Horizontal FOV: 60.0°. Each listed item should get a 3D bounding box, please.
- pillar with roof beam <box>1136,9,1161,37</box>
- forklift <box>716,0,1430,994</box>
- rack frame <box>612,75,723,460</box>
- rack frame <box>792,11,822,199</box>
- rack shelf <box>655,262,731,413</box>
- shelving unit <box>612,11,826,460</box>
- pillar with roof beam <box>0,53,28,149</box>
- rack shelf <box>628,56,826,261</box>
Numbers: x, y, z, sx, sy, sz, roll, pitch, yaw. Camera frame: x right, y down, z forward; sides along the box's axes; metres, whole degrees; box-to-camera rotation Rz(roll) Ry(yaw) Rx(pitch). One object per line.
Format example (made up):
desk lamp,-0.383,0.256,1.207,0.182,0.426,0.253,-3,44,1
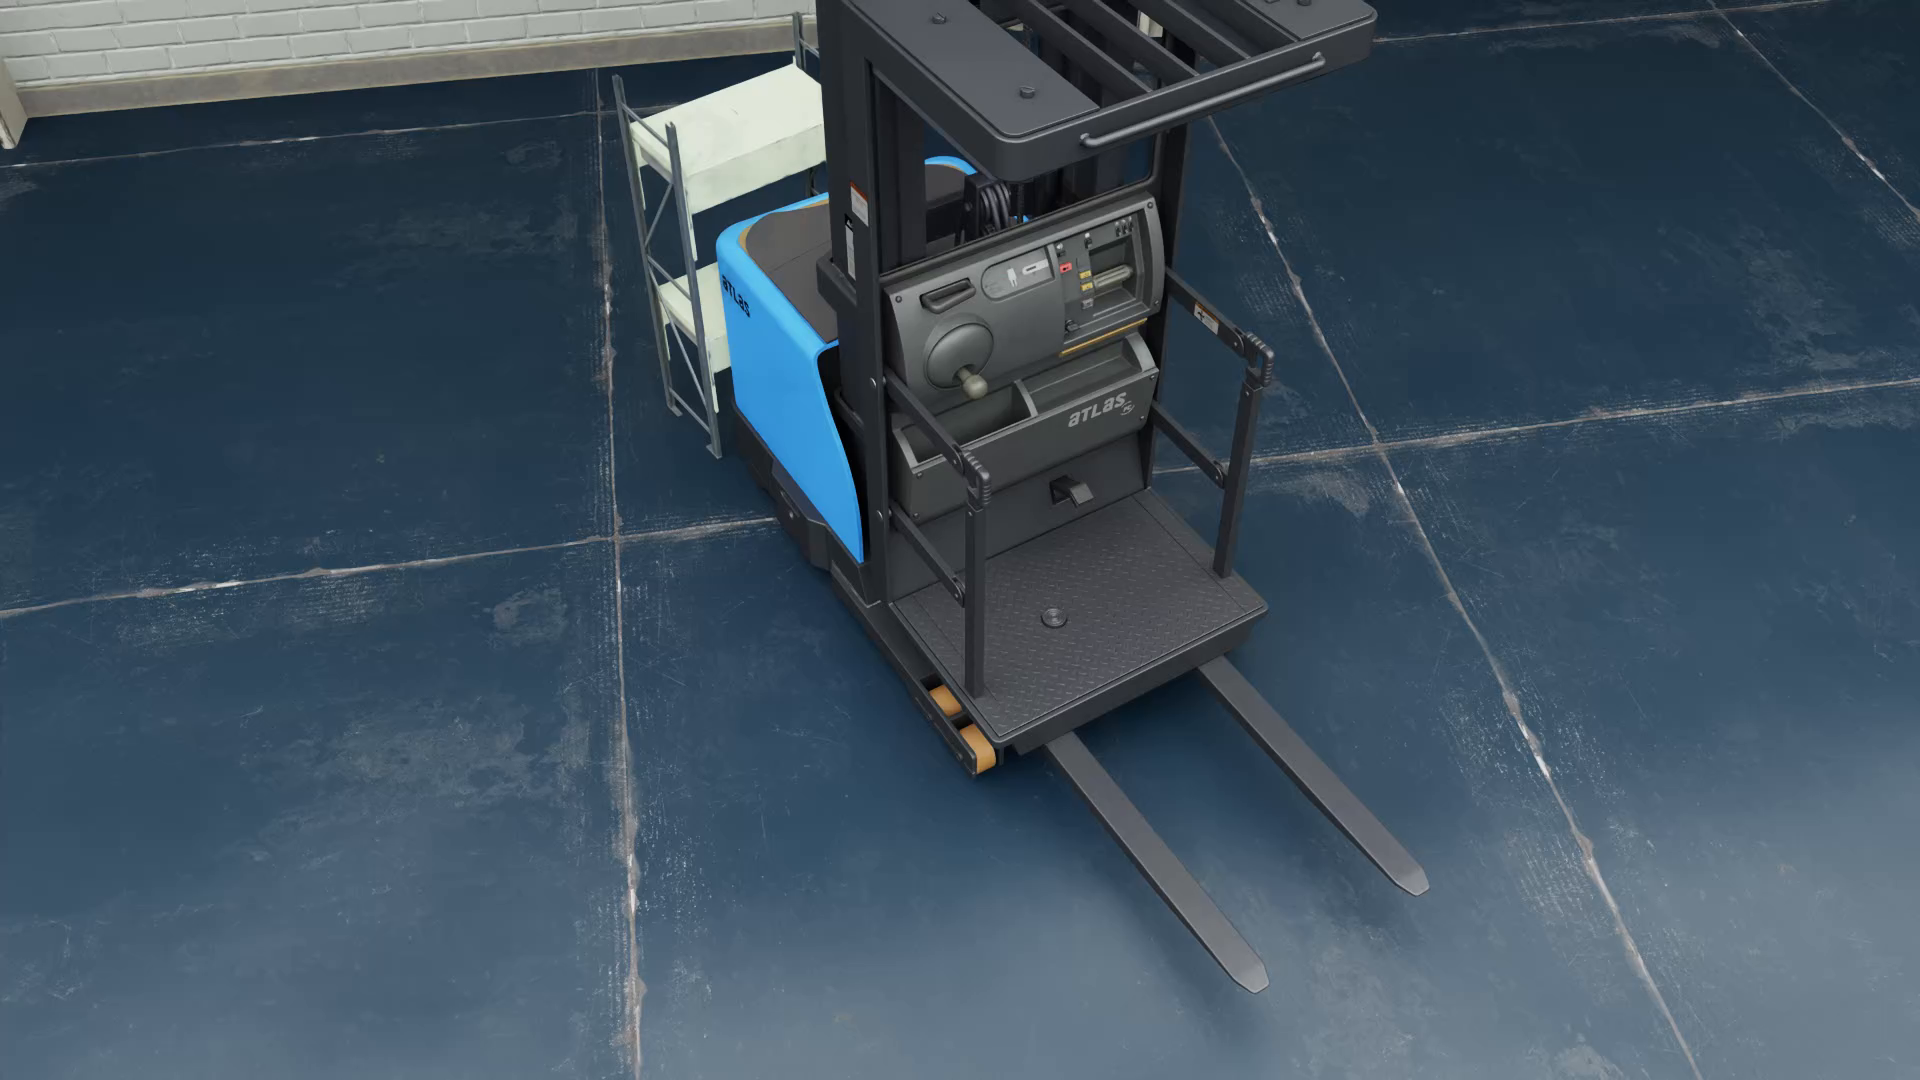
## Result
pillar with roof beam,1.832,-2.796,2.695,0.400,9.000,9.100,-7,46,-7
forklift,0.327,-0.633,4.824,1.130,2.935,3.031,-24,51,-21
rack frame,-1.066,-0.957,6.131,0.023,1.500,0.400,-28,52,-24
rack frame,-0.479,-1.272,6.434,0.023,1.500,0.400,-28,52,-24
rack shelf,-0.772,-0.889,6.517,0.720,0.370,0.431,-28,52,-24
shelving unit,-0.772,-1.115,6.283,0.755,1.500,0.431,-28,52,-24
pillar with roof beam,-4.081,-2.060,1.986,0.400,9.000,9.100,-7,46,-7
rack shelf,-0.772,-1.386,6.002,0.720,0.370,0.431,-28,52,-24
